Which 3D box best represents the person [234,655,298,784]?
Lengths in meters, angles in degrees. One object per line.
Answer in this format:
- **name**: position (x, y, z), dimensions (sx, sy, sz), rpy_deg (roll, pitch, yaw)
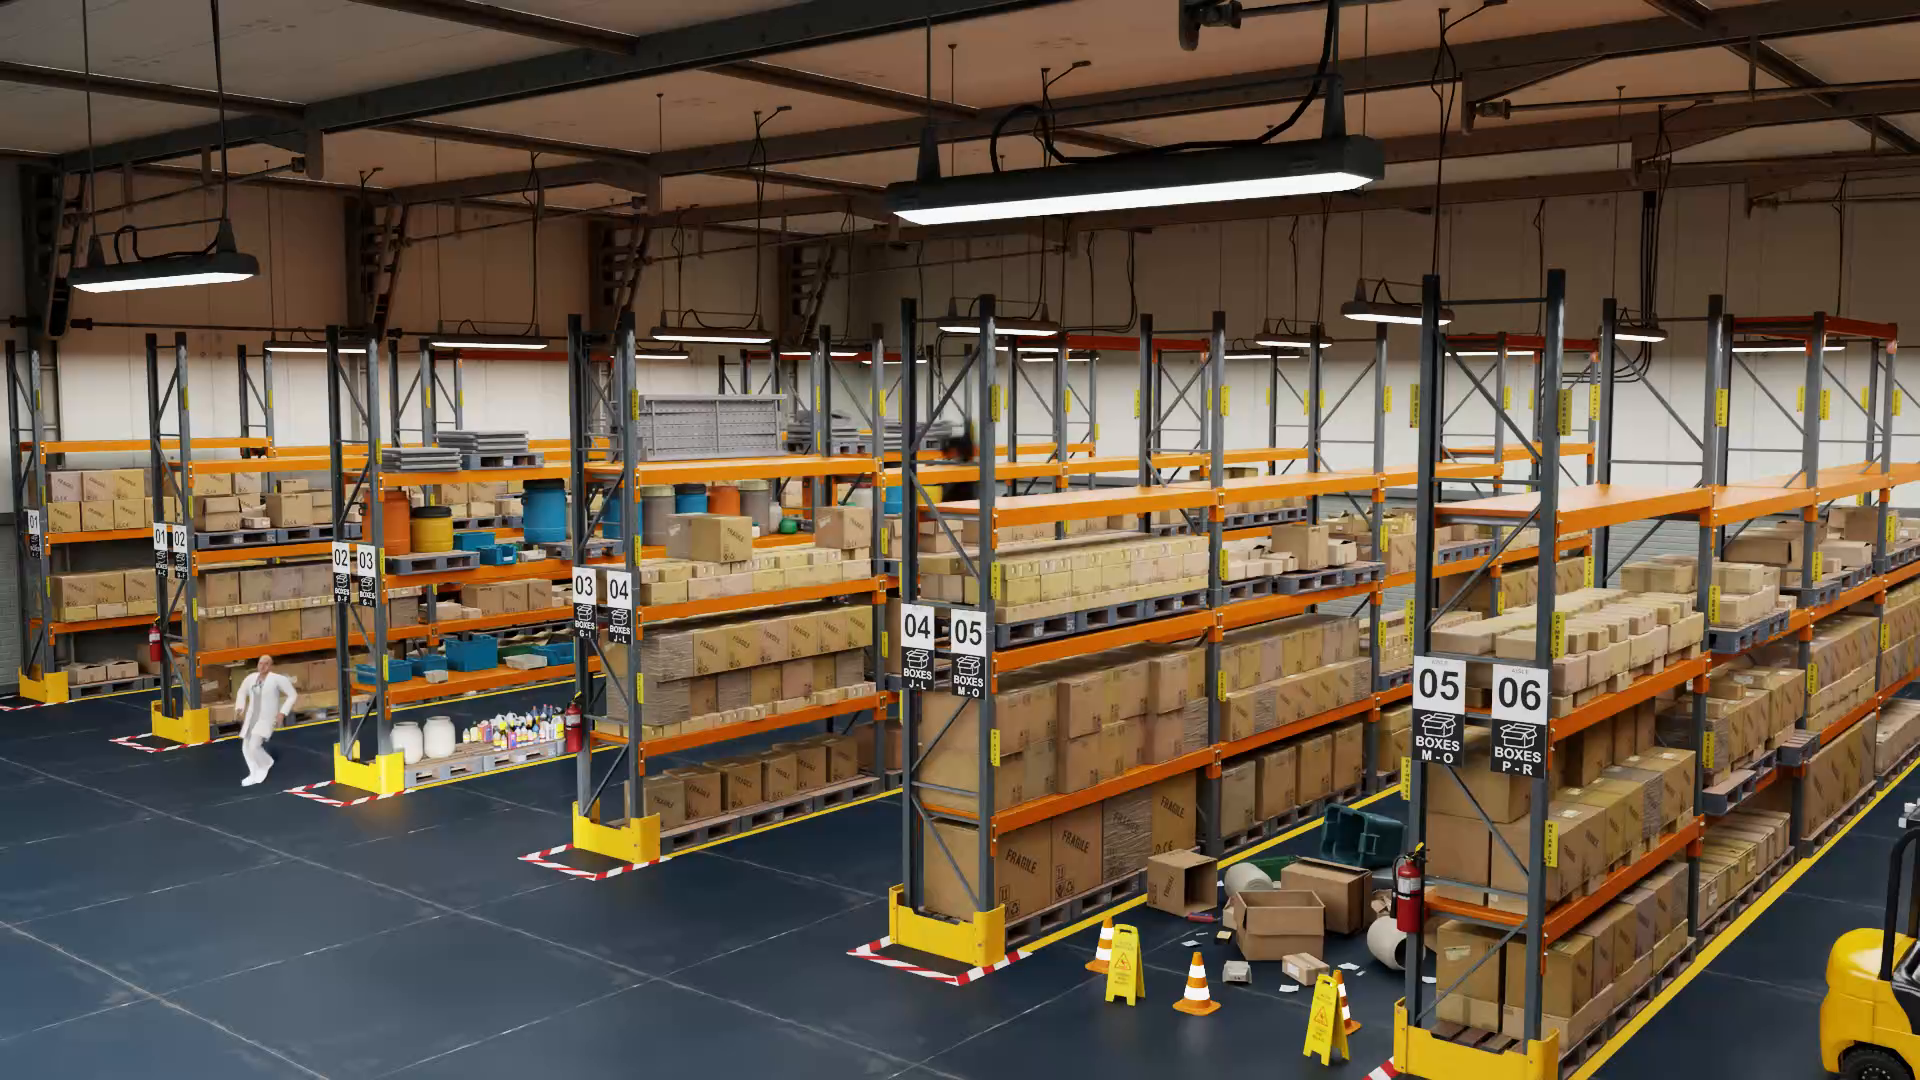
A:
- **person**: position (-9.111, 2.358, 21.707), dimensions (0.774, 1.722, 0.591), rpy_deg (1, 5, 13)
